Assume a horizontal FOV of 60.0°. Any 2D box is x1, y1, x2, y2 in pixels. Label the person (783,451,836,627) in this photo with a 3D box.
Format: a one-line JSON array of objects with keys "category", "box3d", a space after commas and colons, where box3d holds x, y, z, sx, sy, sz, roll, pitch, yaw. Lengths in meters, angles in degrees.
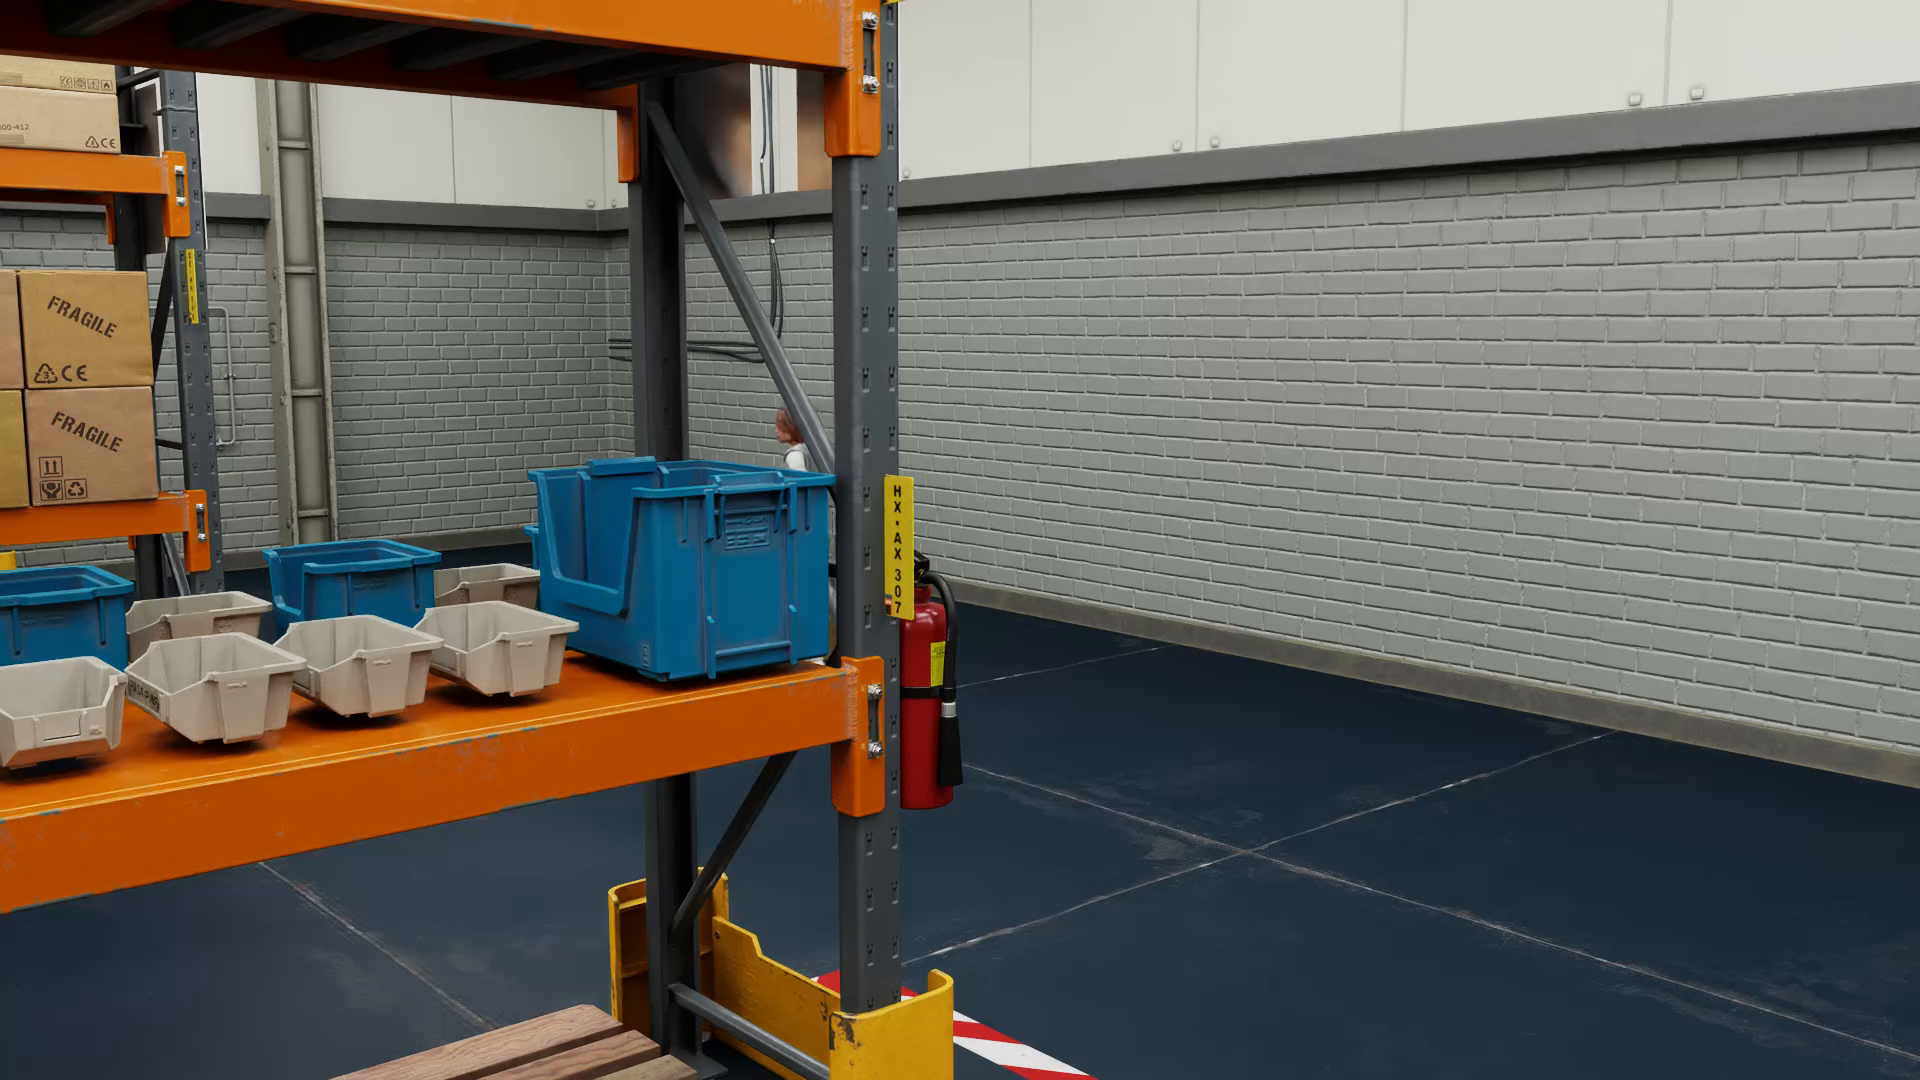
[{"category": "person", "box3d": [-0.847, 0.067, 9.966, 0.488, 1.285, 0.436, 2, 8, 14]}]
